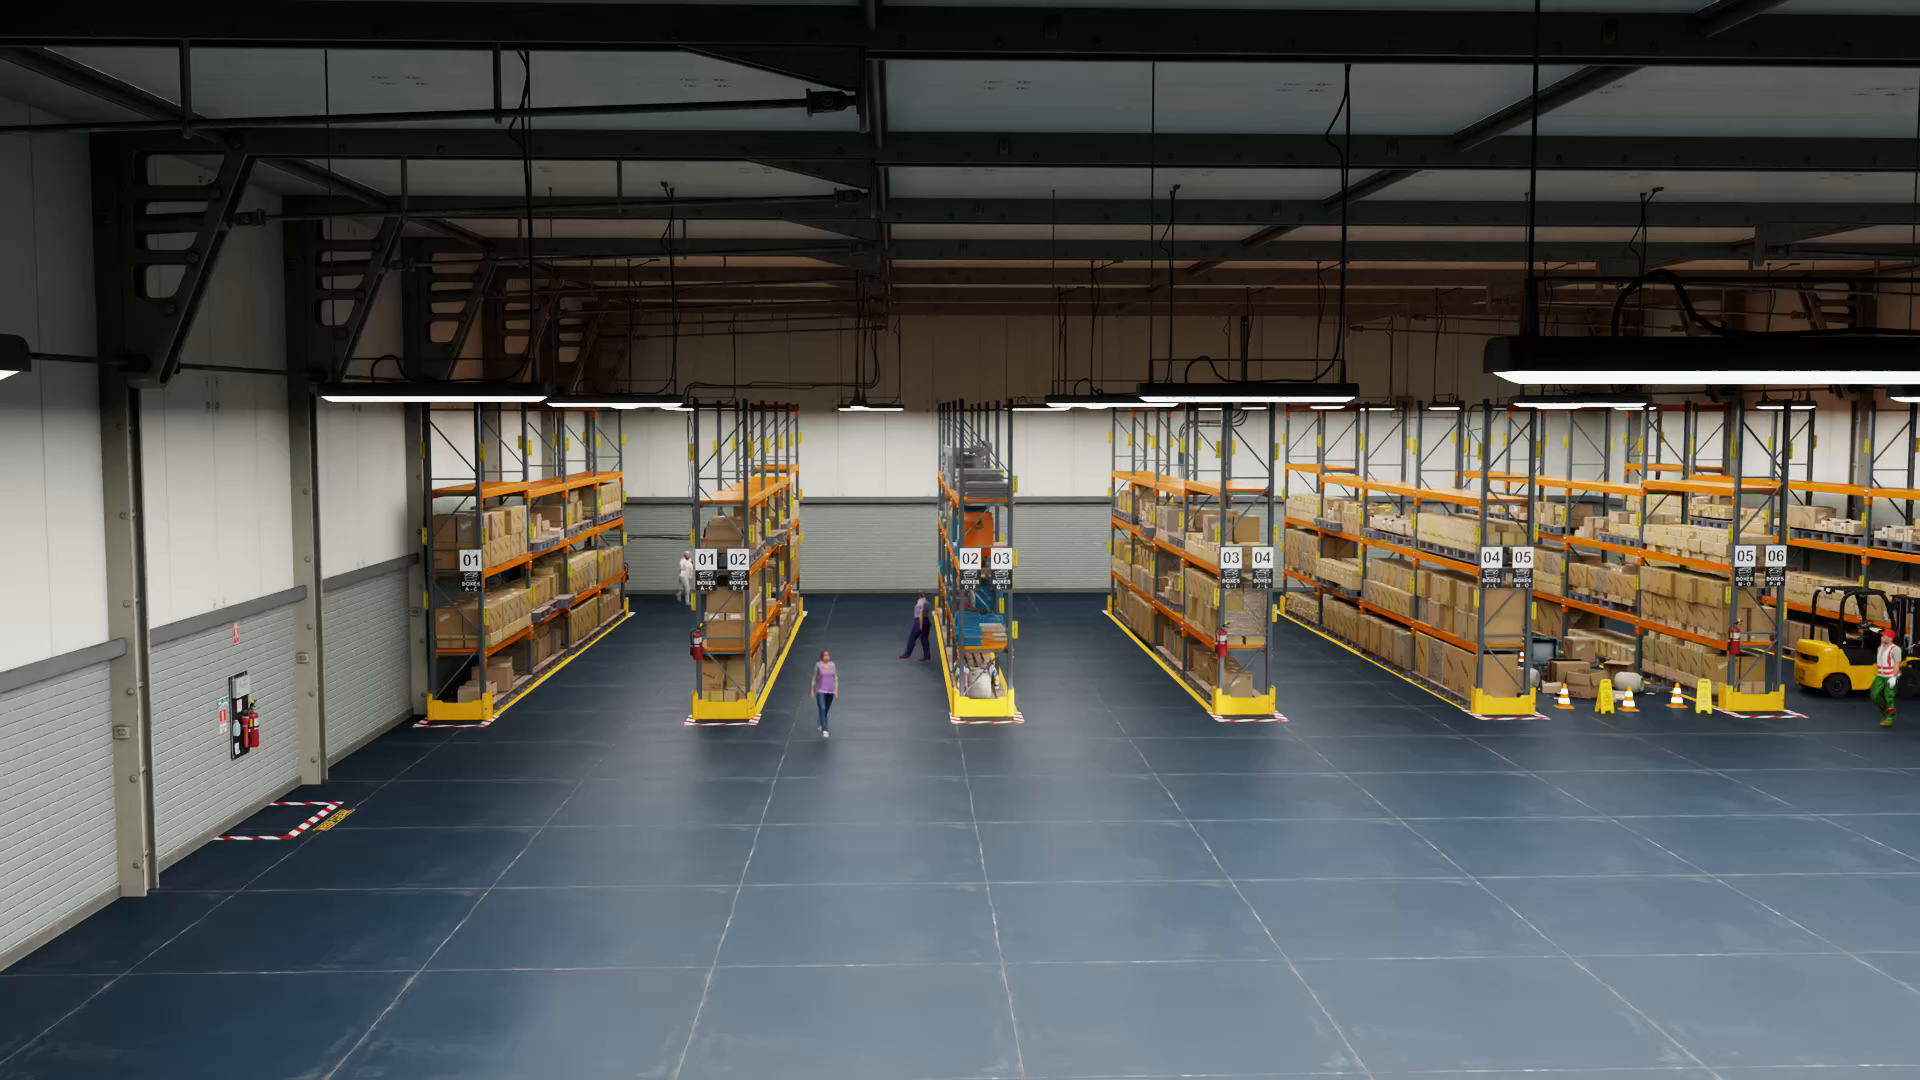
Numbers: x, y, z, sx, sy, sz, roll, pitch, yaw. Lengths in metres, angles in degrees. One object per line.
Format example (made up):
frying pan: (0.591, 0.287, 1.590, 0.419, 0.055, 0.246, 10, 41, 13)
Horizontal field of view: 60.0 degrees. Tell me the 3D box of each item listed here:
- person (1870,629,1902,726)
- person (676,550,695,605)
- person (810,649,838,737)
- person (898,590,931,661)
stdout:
person: (16.956, 2.512, 30.391, 0.468, 1.793, 0.531, -2, 5, -22)
person: (-8.262, 1.114, 49.882, 0.855, 1.621, 0.494, 3, 5, 33)
person: (-2.379, 2.693, 29.430, 0.454, 1.543, 0.968, -2, 5, -28)
person: (-1.016, 1.987, 38.644, 0.693, 1.649, 0.598, 2, 5, 25)
